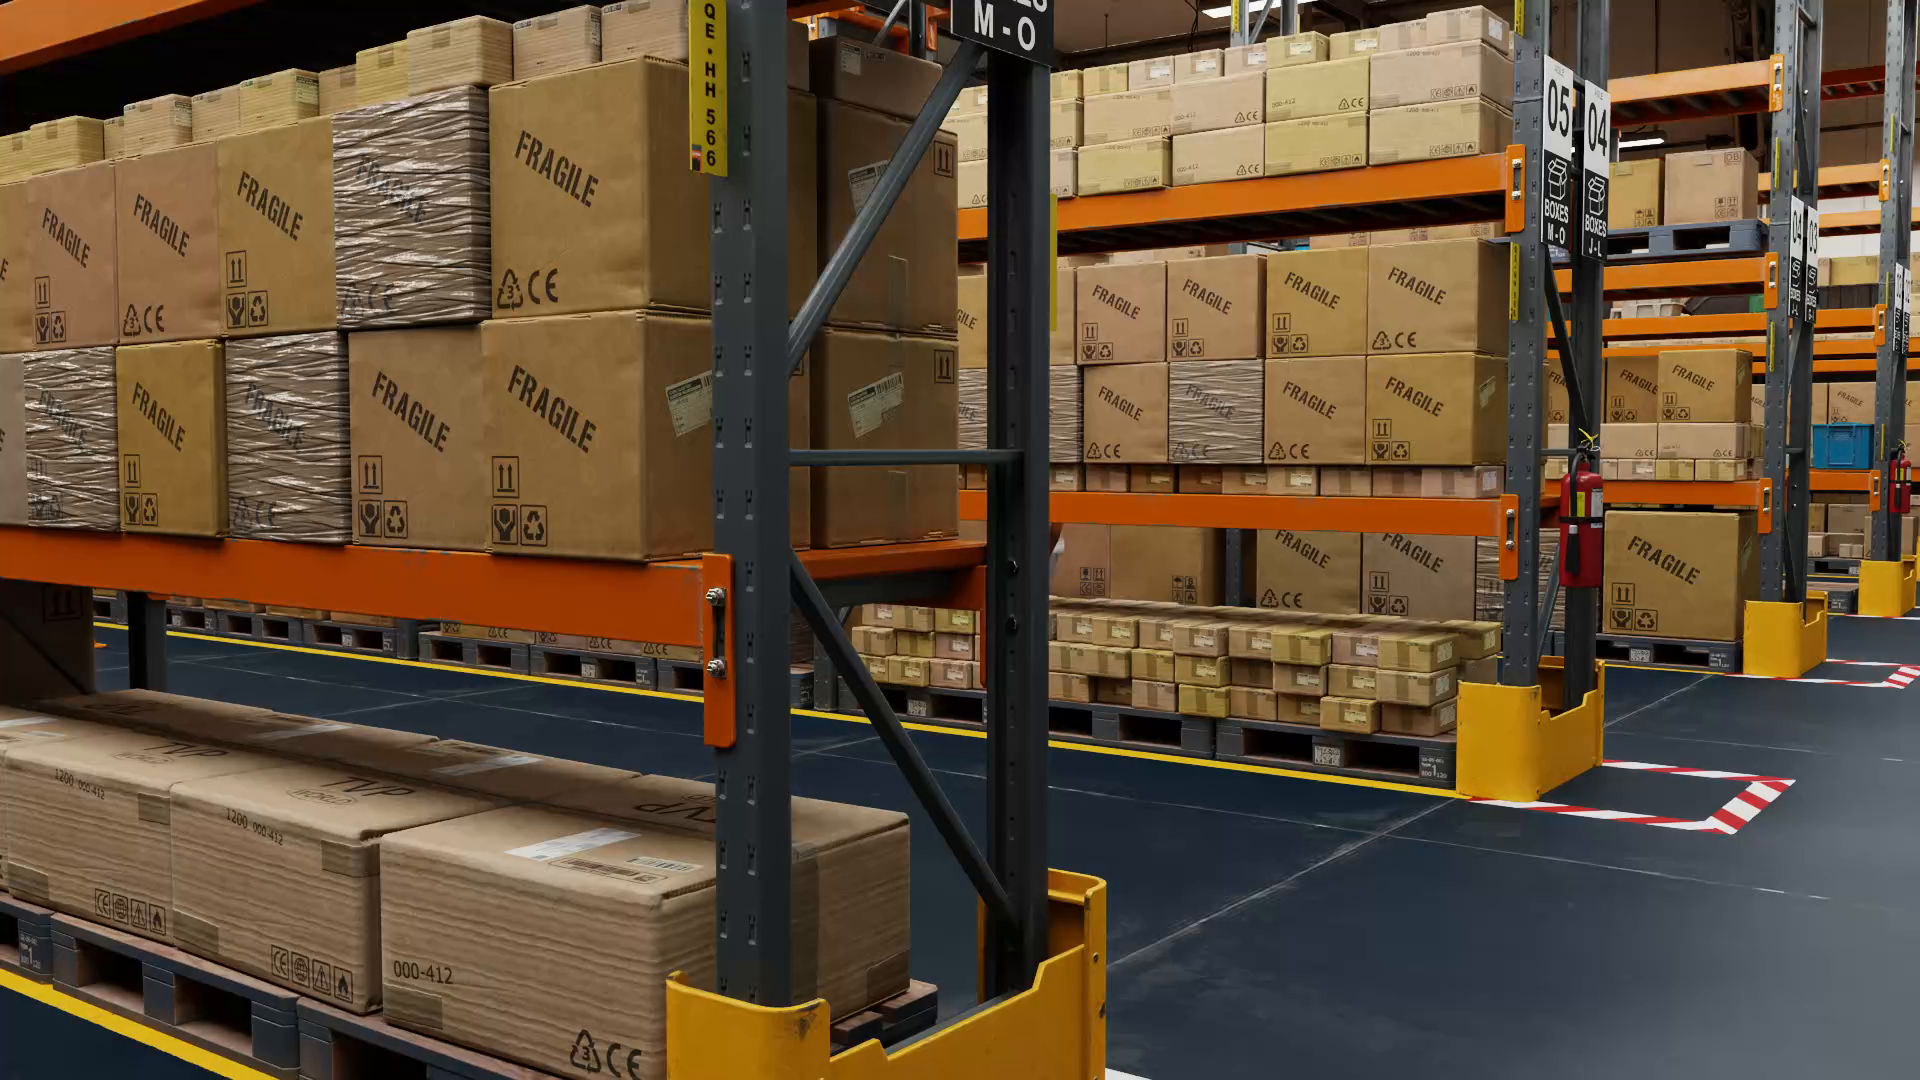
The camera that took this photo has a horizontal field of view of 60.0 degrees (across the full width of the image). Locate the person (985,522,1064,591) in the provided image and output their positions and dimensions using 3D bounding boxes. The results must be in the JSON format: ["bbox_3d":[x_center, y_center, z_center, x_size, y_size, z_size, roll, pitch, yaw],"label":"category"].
[{"bbox_3d":[0.467,0.093,11.627,0.620,1.591,0.622,2,4,37],"label":"person"}]
